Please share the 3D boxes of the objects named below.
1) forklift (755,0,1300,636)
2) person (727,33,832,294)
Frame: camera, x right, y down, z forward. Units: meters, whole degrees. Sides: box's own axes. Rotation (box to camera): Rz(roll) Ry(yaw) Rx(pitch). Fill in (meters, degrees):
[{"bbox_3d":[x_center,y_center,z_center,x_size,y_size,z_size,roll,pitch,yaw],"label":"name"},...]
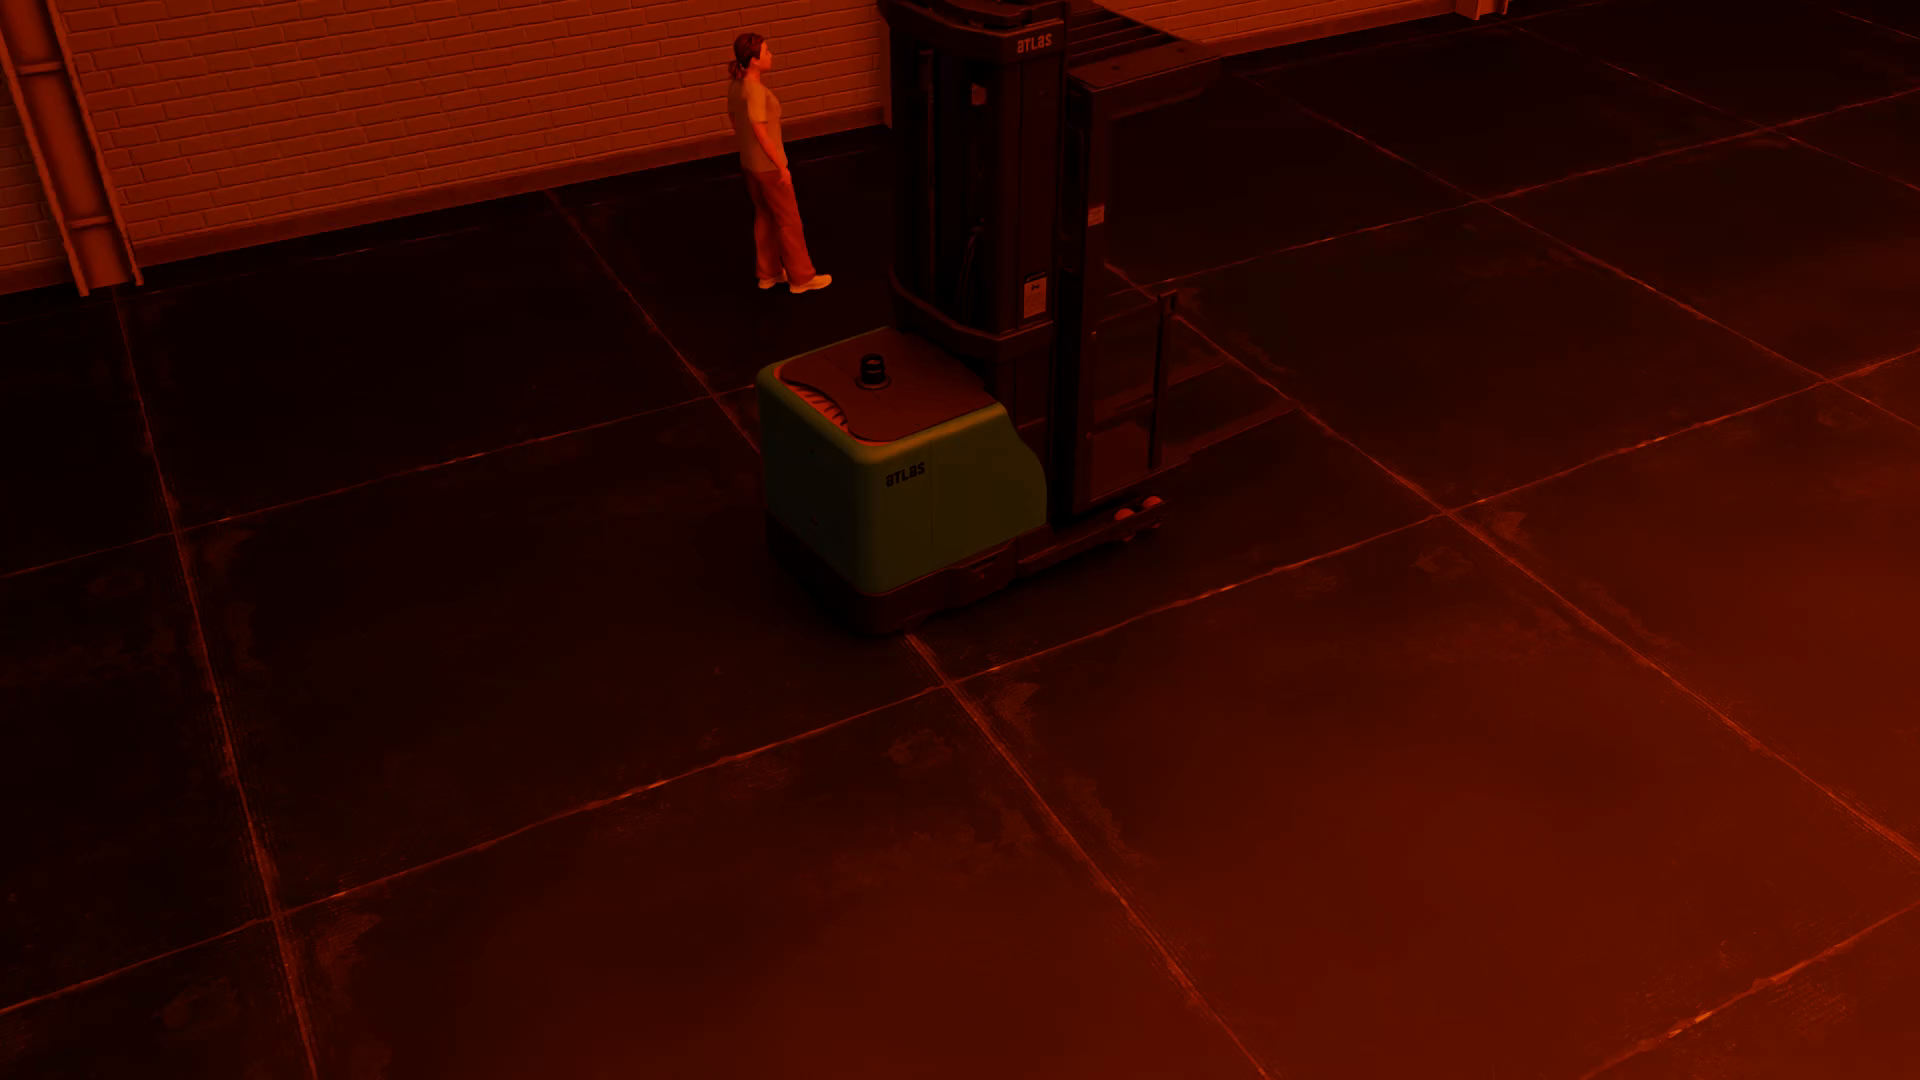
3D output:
[{"bbox_3d":[0.494,-1.417,8.128,3.031,2.935,1.130,-23,41,-29],"label":"forklift"},{"bbox_3d":[-1.176,-2.404,10.612,0.528,1.677,0.592,-20,40,-26],"label":"person"}]
